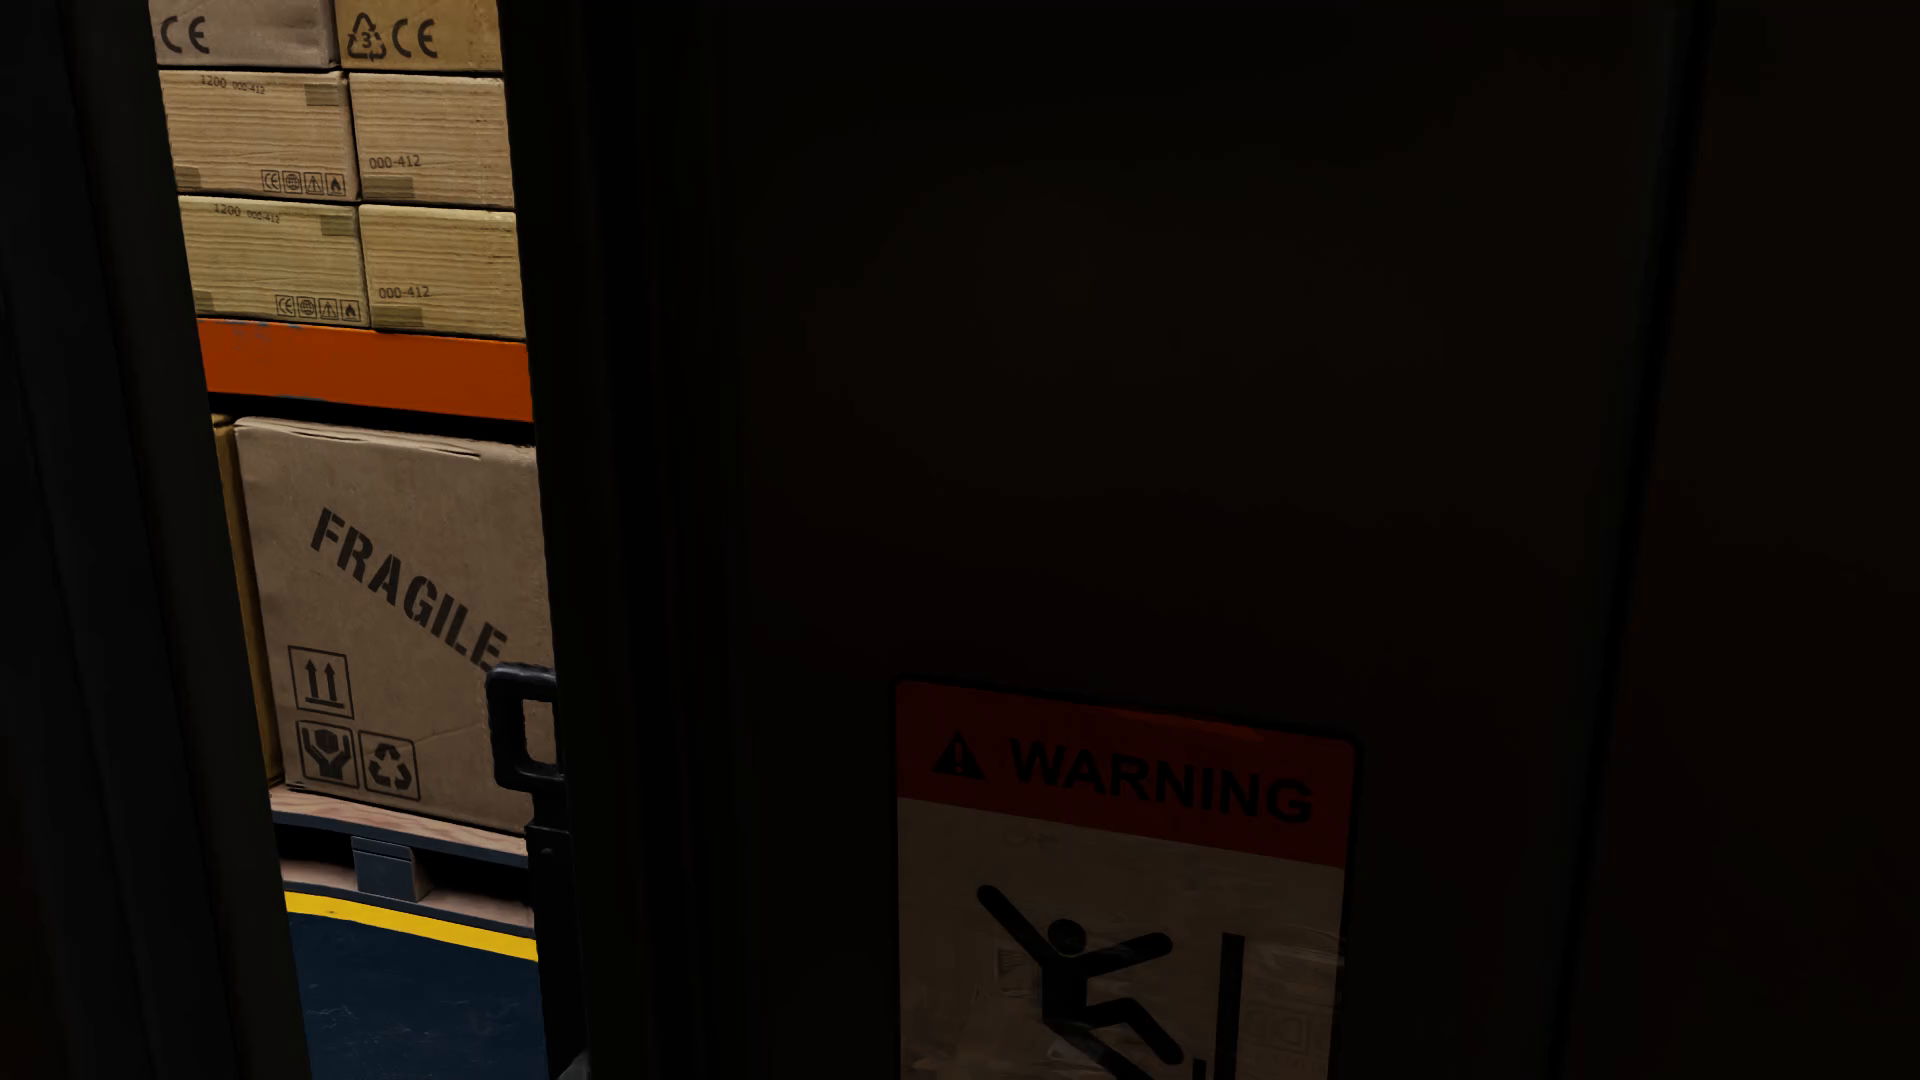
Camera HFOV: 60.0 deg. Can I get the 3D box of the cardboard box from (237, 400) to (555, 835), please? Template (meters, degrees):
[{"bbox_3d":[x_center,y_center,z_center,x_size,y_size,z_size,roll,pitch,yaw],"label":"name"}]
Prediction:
[{"bbox_3d":[-0.974,0.074,3.896,0.875,0.875,0.875,7,20,20],"label":"cardboard box"}]

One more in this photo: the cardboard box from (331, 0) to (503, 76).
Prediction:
[{"bbox_3d":[-0.866,-1.178,3.228,0.500,0.500,0.500,7,20,20],"label":"cardboard box"}]

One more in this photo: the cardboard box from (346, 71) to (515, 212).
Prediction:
[{"bbox_3d":[-0.858,-0.826,3.356,0.500,0.250,0.500,7,20,18],"label":"cardboard box"}]

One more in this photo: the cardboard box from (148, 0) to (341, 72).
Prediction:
[{"bbox_3d":[-1.358,-1.232,3.381,0.500,0.500,0.500,7,20,19],"label":"cardboard box"}]

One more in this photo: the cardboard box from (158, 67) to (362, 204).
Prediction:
[{"bbox_3d":[-1.333,-0.877,3.505,0.500,0.250,0.500,7,20,19],"label":"cardboard box"}]

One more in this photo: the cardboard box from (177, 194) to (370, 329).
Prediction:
[{"bbox_3d":[-1.349,-0.643,3.592,0.500,0.250,0.500,6,20,17],"label":"cardboard box"}]

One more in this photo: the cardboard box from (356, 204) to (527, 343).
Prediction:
[{"bbox_3d":[-0.868,-0.588,3.433,0.500,0.250,0.500,6,20,17],"label":"cardboard box"}]

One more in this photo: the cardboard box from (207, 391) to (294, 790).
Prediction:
[{"bbox_3d":[-1.830,-0.021,4.169,0.875,0.875,0.875,7,20,20],"label":"cardboard box"}]

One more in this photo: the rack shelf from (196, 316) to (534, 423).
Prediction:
[{"bbox_3d":[-2.251,-0.565,4.232,4.000,0.370,1.077,7,20,18],"label":"rack shelf"}]

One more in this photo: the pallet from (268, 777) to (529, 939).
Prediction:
[{"bbox_3d":[-1.116,0.568,4.125,1.213,0.211,1.003,7,20,18],"label":"pallet"}]
